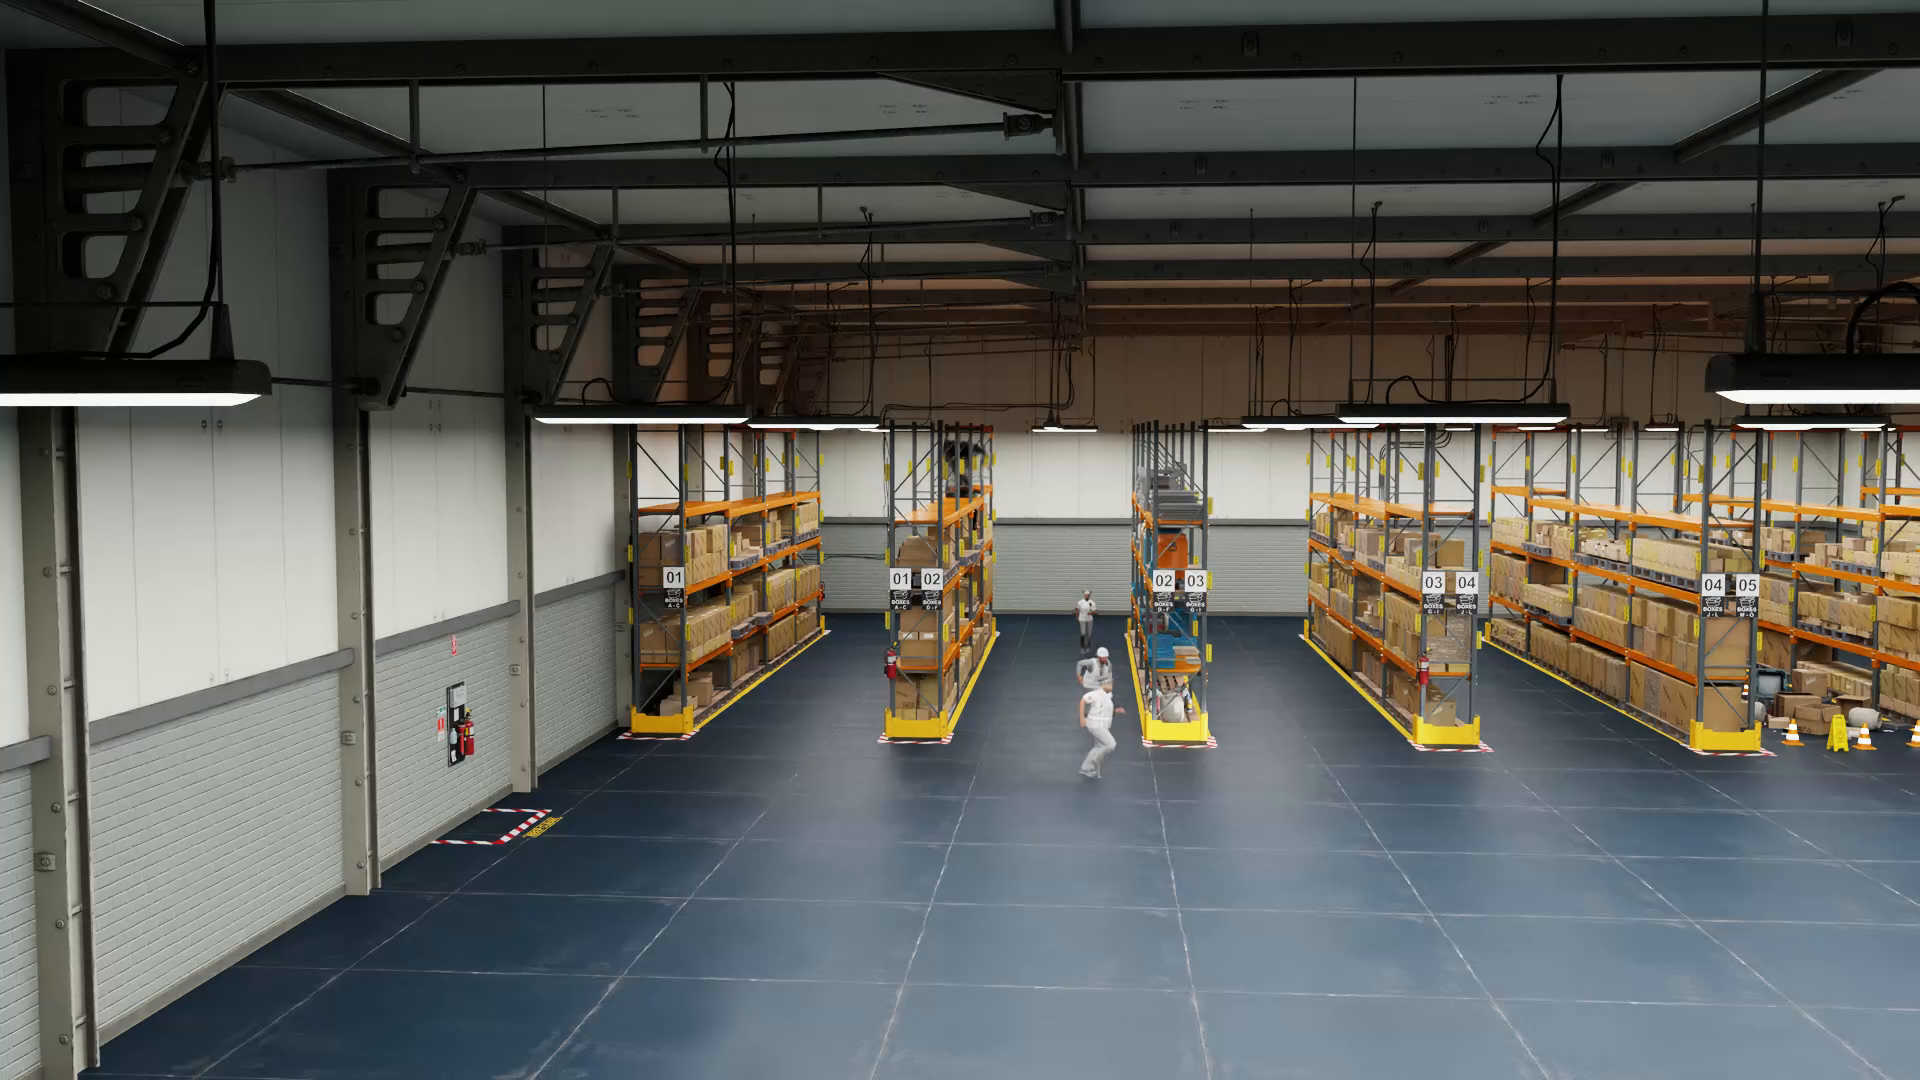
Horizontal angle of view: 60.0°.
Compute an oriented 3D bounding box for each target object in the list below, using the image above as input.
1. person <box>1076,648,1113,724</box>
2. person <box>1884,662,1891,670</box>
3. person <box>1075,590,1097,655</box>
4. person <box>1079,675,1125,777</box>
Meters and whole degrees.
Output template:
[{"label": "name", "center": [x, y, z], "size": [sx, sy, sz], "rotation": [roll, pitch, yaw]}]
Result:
[{"label": "person", "center": [2.610, 2.862, 32.353], "size": [0.689, 1.600, 0.919], "rotation": [-2, 4, -25]}, {"label": "person", "center": [21.527, 2.413, 38.241], "size": [0.722, 1.759, 1.095], "rotation": [0, 4, 4]}, {"label": "person", "center": [3.284, 2.139, 43.353], "size": [0.546, 1.710, 0.692], "rotation": [0, 4, 0]}, {"label": "person", "center": [2.350, 3.089, 27.606], "size": [0.787, 1.730, 0.700], "rotation": [2, 4, 30]}]
